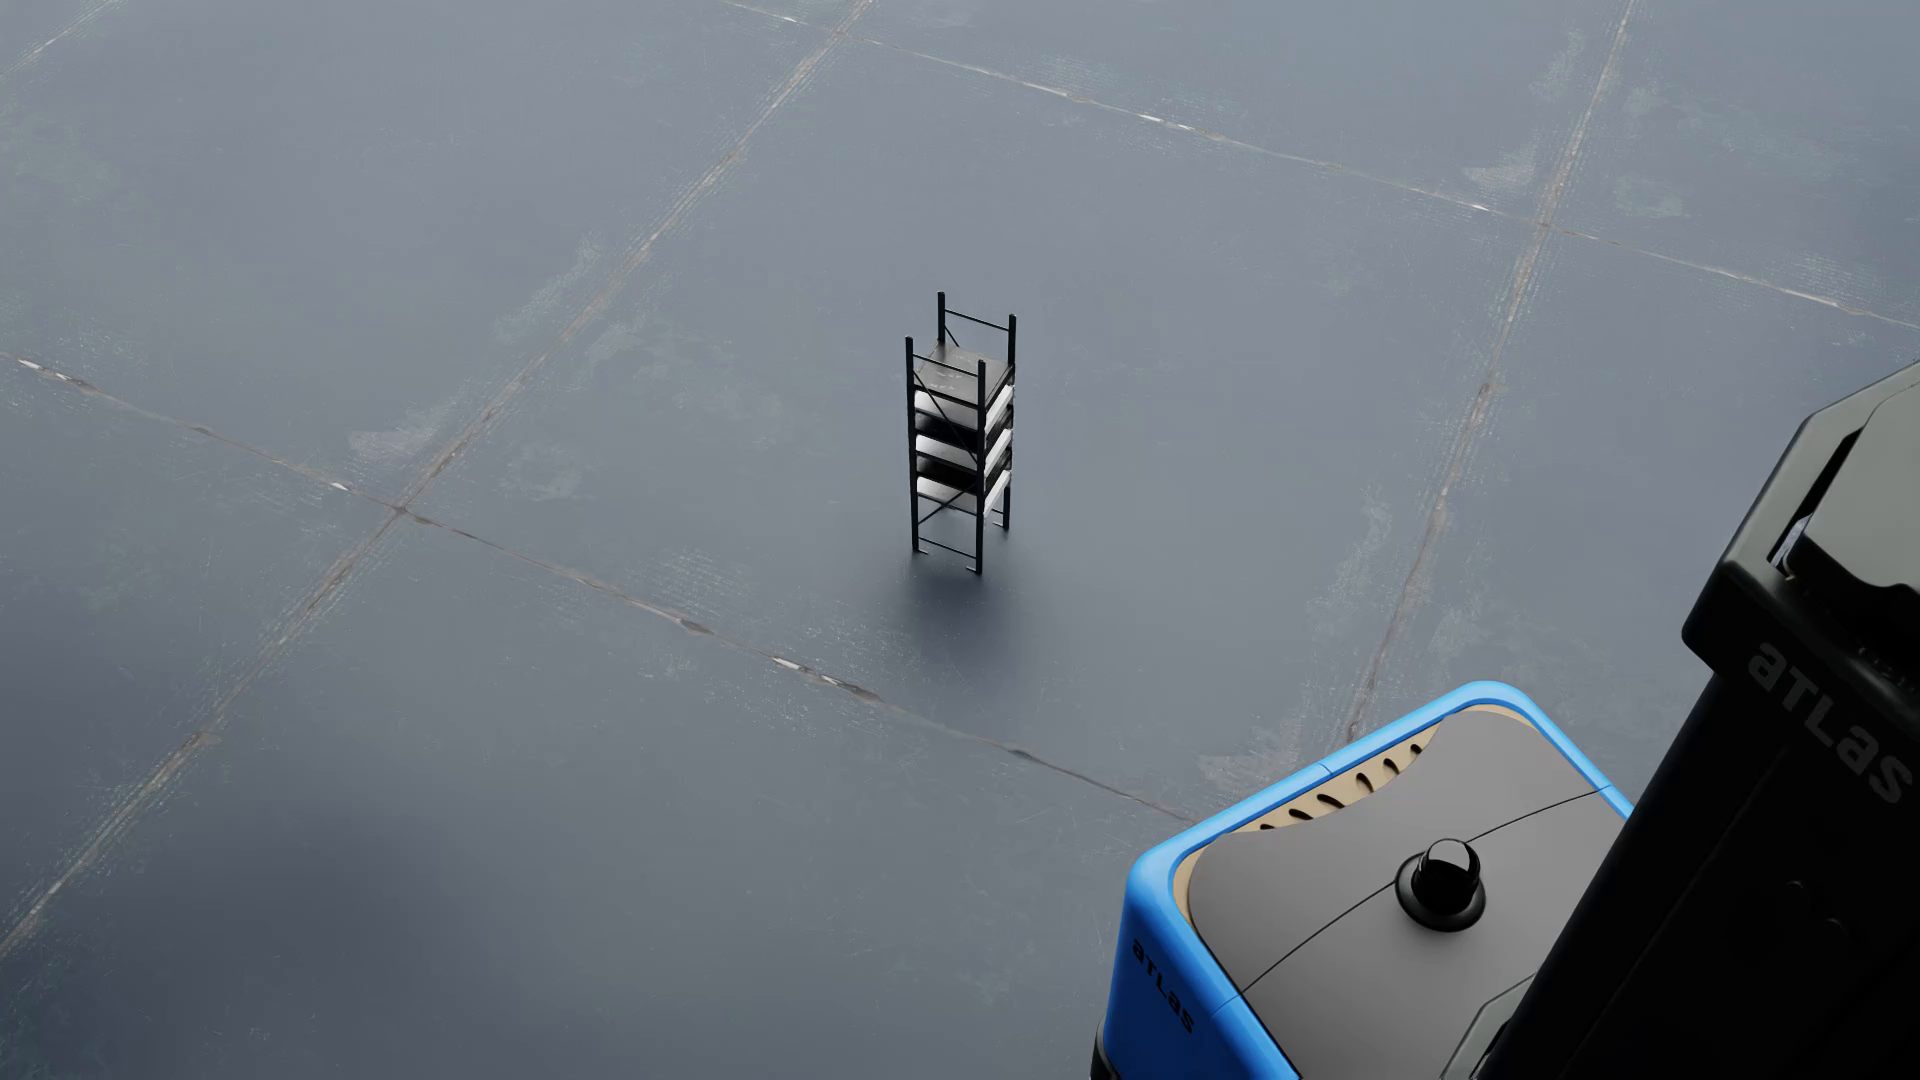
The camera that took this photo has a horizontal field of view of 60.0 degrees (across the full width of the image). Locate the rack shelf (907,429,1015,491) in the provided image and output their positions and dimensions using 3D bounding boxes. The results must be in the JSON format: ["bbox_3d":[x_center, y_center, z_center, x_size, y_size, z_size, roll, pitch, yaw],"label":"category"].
[{"bbox_3d":[0.003,-0.276,4.937,0.258,0.077,0.200,20,52,16],"label":"rack shelf"}]

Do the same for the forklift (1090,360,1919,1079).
[{"bbox_3d":[1.480,1.187,2.316,1.130,2.935,3.031,-23,53,-19],"label":"forklift"}]

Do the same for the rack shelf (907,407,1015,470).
[{"bbox_3d":[0.003,-0.334,4.869,0.258,0.077,0.200,20,52,16],"label":"rack shelf"}]

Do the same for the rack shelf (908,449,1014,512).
[{"bbox_3d":[0.003,-0.217,5.006,0.258,0.077,0.200,20,52,16],"label":"rack shelf"}]

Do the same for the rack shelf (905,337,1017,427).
[{"bbox_3d":[0.003,-0.451,4.732,0.258,0.077,0.200,20,52,16],"label":"rack shelf"}]

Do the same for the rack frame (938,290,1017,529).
[{"bbox_3d":[0.047,-0.367,4.972,0.240,0.900,0.006,20,52,16],"label":"rack frame"}]

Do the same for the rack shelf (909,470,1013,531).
[{"bbox_3d":[0.003,-0.159,5.075,0.258,0.077,0.200,20,52,16],"label":"rack shelf"}]

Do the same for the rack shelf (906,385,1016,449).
[{"bbox_3d":[0.003,-0.392,4.800,0.258,0.077,0.200,20,52,16],"label":"rack shelf"}]

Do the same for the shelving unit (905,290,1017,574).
[{"bbox_3d":[0.003,-0.297,4.912,0.258,0.900,0.210,20,52,16],"label":"shelving unit"}]

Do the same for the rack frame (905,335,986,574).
[{"bbox_3d":[-0.040,-0.227,4.852,0.240,0.900,0.006,20,52,16],"label":"rack frame"}]
